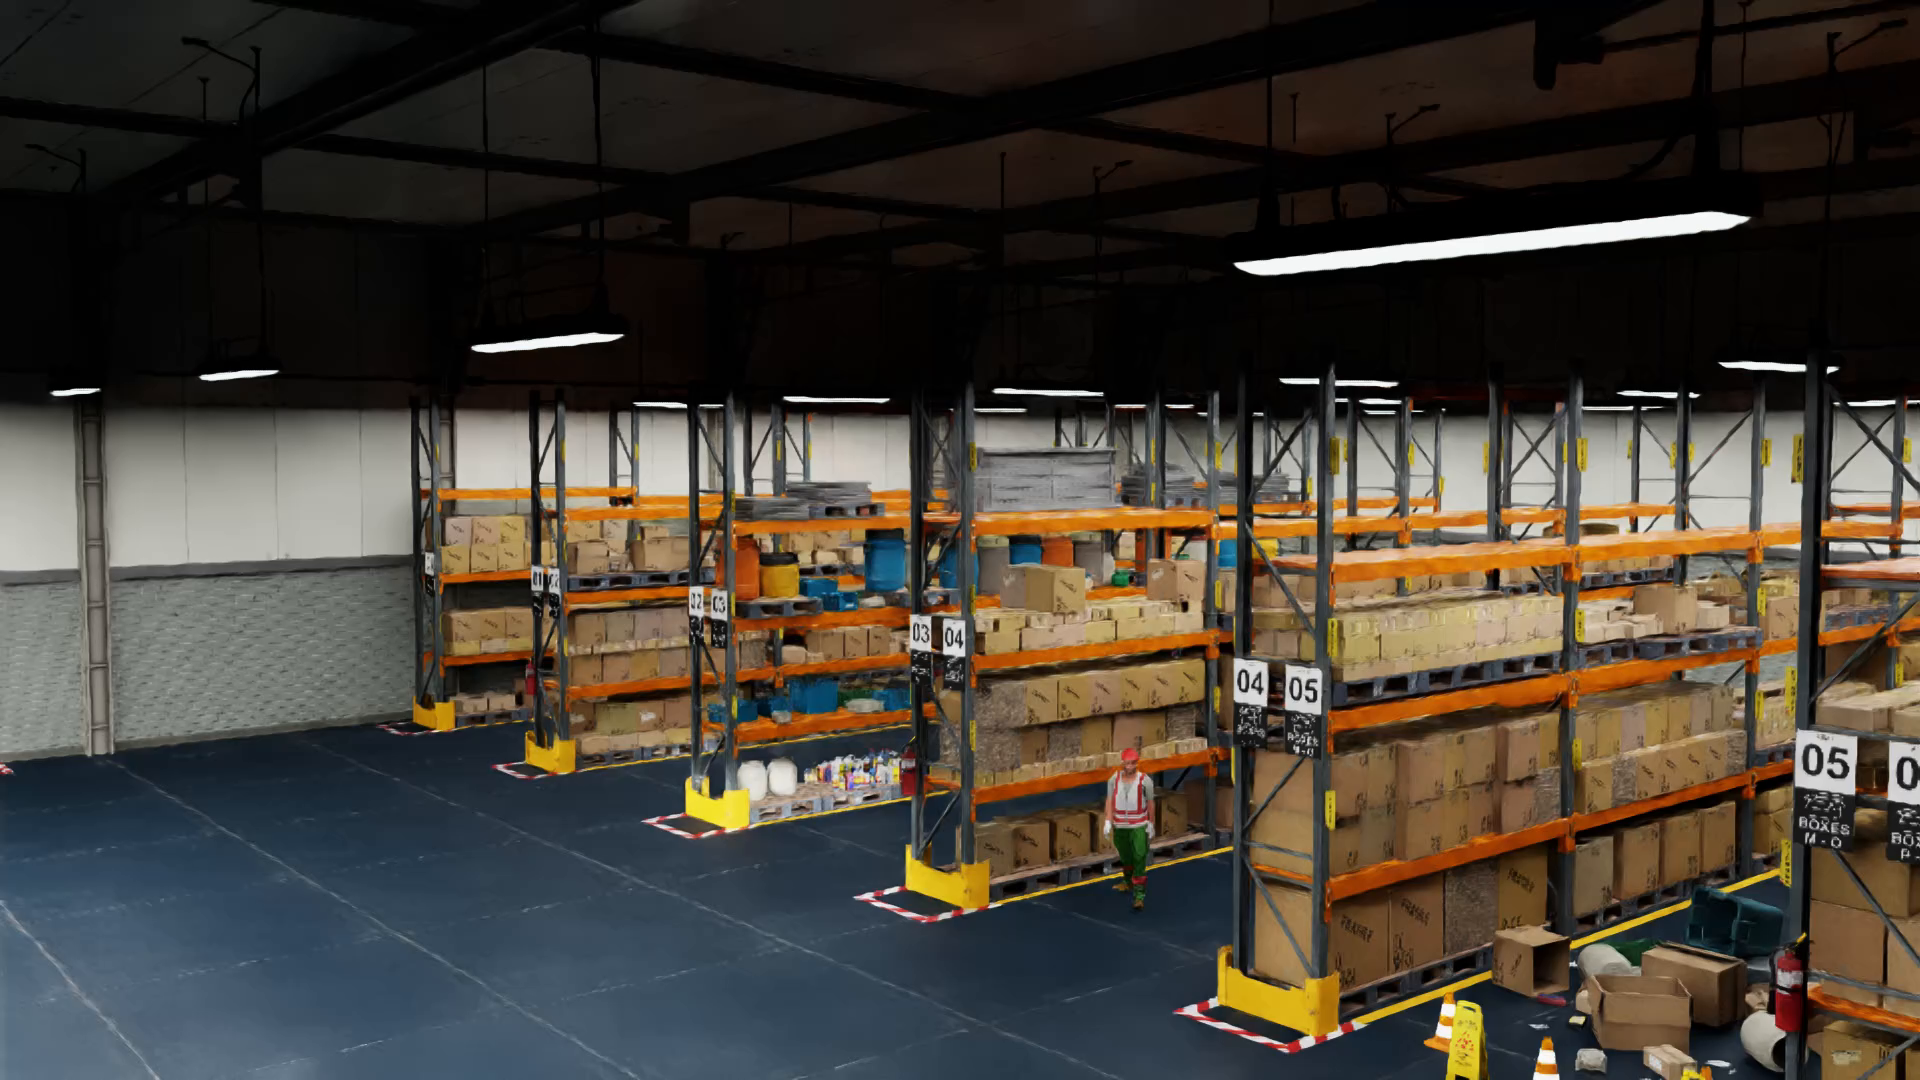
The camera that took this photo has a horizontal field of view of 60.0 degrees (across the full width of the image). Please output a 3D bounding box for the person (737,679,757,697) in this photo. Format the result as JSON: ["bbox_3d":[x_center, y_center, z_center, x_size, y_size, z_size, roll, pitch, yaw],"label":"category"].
[{"bbox_3d":[-4.178,2.346,32.910,0.463,1.731,0.598,2,4,26],"label":"person"}]

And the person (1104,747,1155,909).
[{"bbox_3d":[1.895,3.188,18.625,0.575,1.761,0.939,2,4,25],"label":"person"}]

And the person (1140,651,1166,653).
[{"bbox_3d":[3.686,2.429,31.790,0.546,1.733,0.729,-3,4,-41],"label":"person"}]
